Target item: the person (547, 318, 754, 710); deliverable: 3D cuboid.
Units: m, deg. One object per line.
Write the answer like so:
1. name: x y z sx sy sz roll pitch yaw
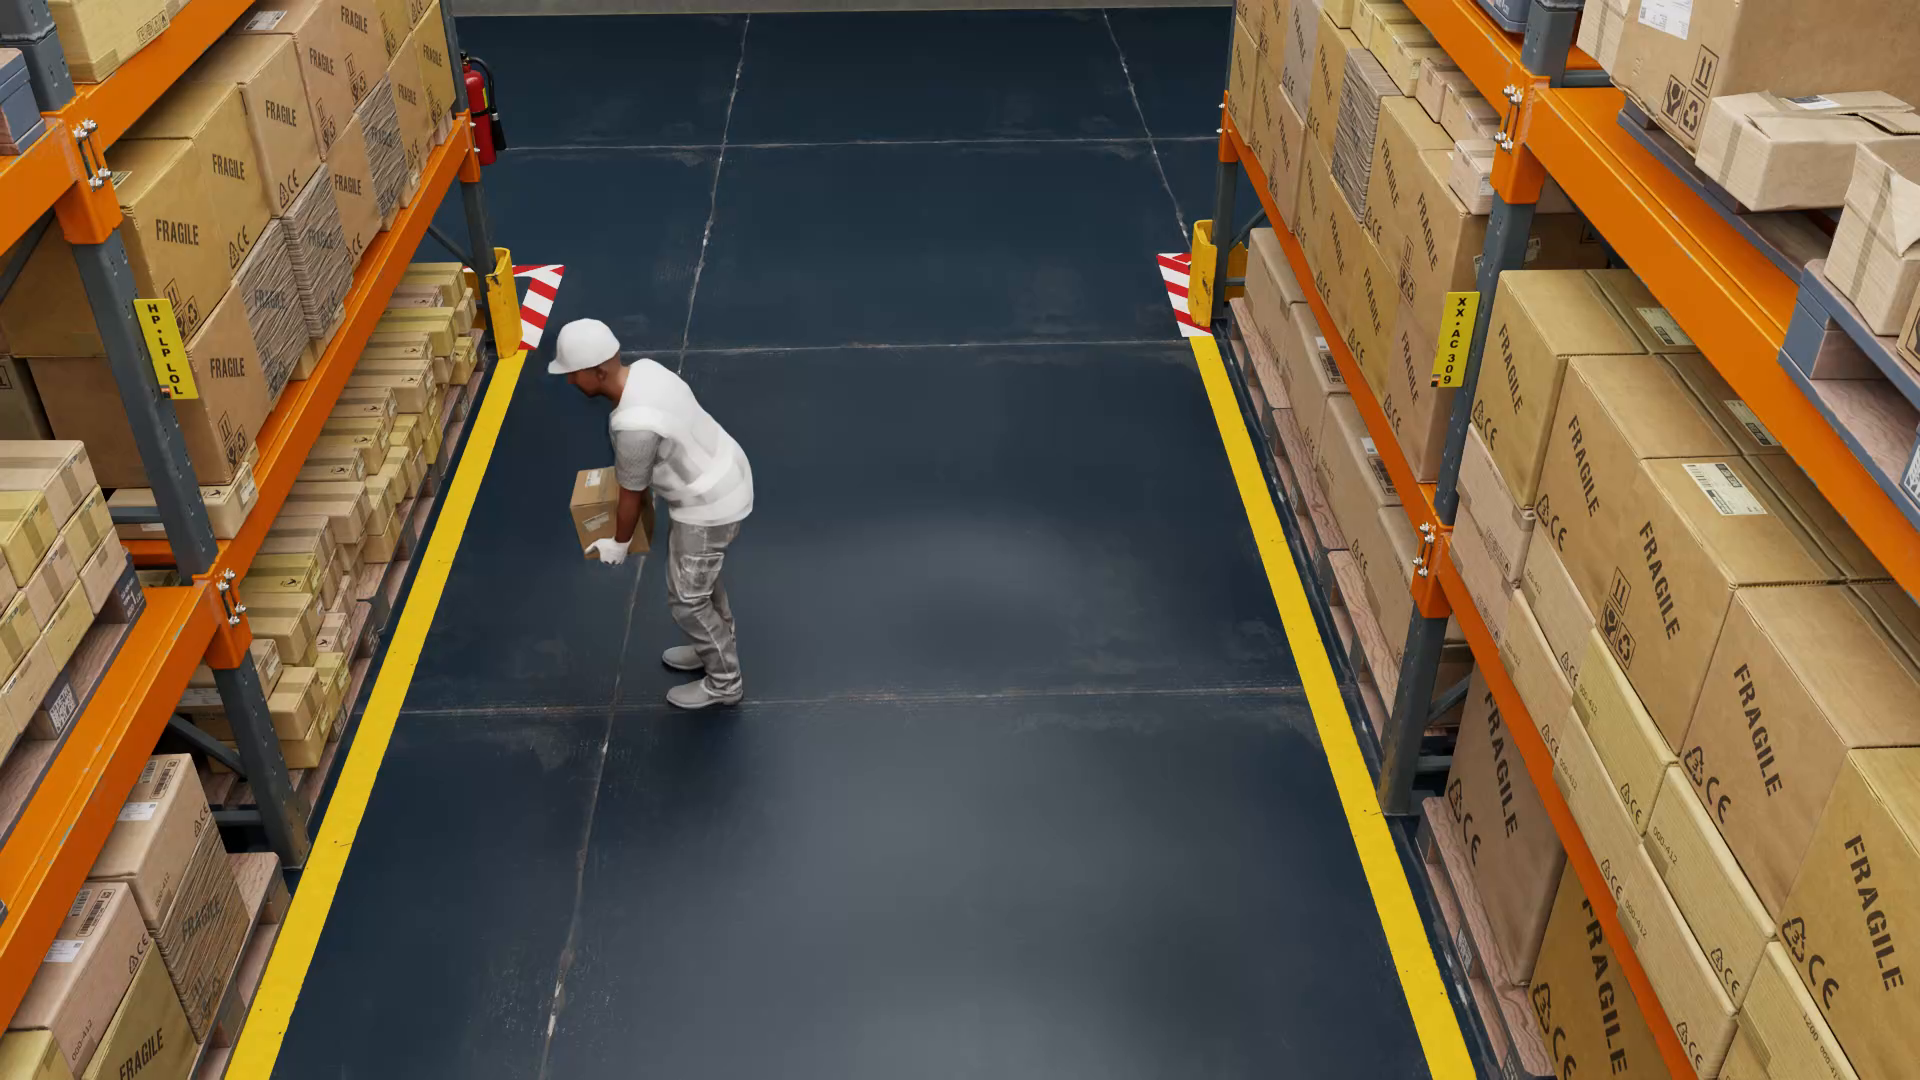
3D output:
1. person: -1.133 -0.100 6.368 0.694 1.669 0.480 -2 35 -3
